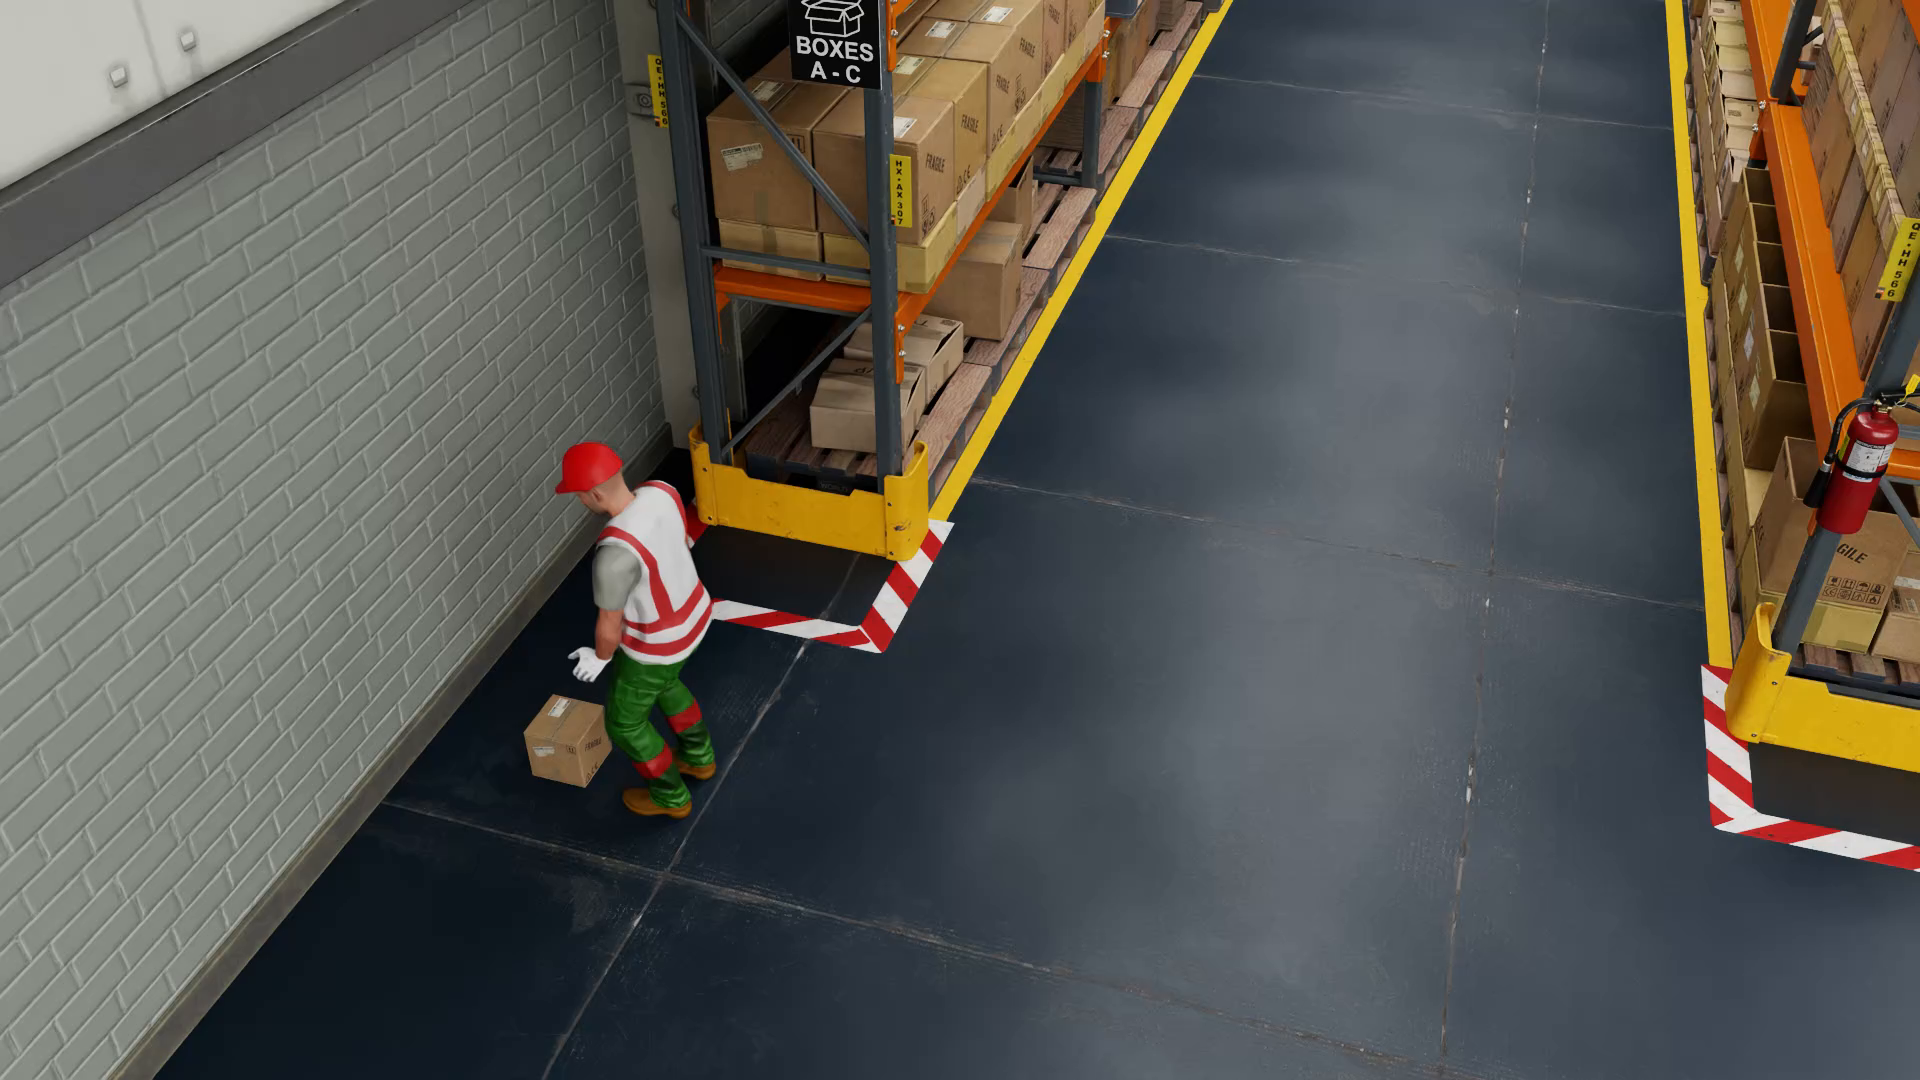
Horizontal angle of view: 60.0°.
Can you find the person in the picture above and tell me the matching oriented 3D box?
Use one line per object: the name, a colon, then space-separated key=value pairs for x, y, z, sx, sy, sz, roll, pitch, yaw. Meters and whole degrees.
person: x=-1.235 y=0.365 z=6.449 sx=0.496 sy=1.712 sz=0.551 roll=12 pitch=38 yaw=15
